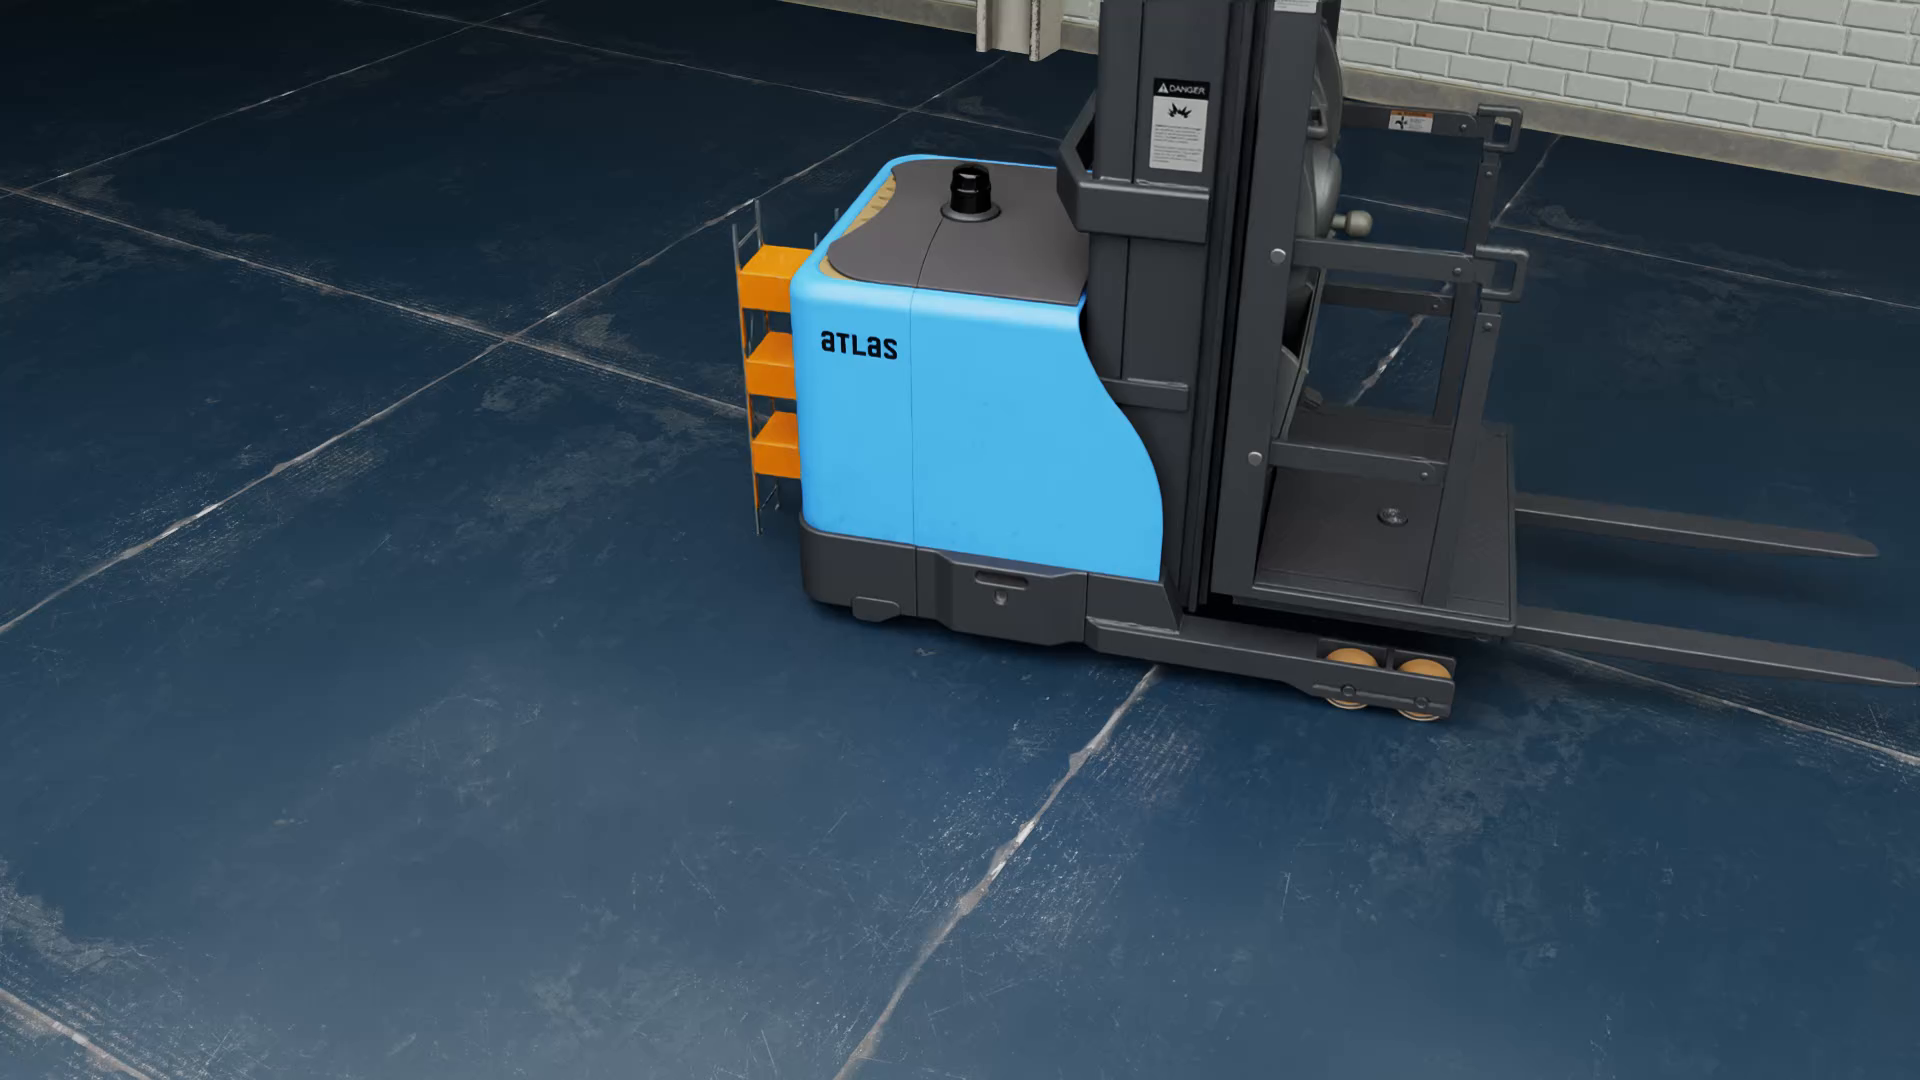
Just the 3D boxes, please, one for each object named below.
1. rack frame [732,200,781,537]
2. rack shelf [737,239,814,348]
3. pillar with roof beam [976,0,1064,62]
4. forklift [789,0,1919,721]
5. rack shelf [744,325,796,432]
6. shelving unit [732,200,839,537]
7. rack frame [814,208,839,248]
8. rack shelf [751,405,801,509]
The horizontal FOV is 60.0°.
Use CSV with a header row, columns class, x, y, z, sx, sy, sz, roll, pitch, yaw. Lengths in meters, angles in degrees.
class,x,y,z,sx,sy,sz,roll,pitch,yaw
rack frame,-0.613,-0.501,5.056,0.008,1.050,0.200,8,35,12
rack shelf,-0.495,-0.711,4.878,0.240,0.259,0.215,8,35,12
pillar with roof beam,-1.800,-4.461,3.830,0.400,9.000,9.100,18,37,24
forklift,1.109,-1.057,4.192,3.031,2.935,1.130,8,35,12
rack shelf,-0.495,-0.475,5.035,0.240,0.259,0.215,8,35,12
shelving unit,-0.495,-0.484,5.030,0.252,1.050,0.215,8,35,12
rack frame,-0.378,-0.467,5.003,0.008,1.050,0.200,8,35,12
rack shelf,-0.495,-0.244,5.189,0.240,0.259,0.215,8,35,12
